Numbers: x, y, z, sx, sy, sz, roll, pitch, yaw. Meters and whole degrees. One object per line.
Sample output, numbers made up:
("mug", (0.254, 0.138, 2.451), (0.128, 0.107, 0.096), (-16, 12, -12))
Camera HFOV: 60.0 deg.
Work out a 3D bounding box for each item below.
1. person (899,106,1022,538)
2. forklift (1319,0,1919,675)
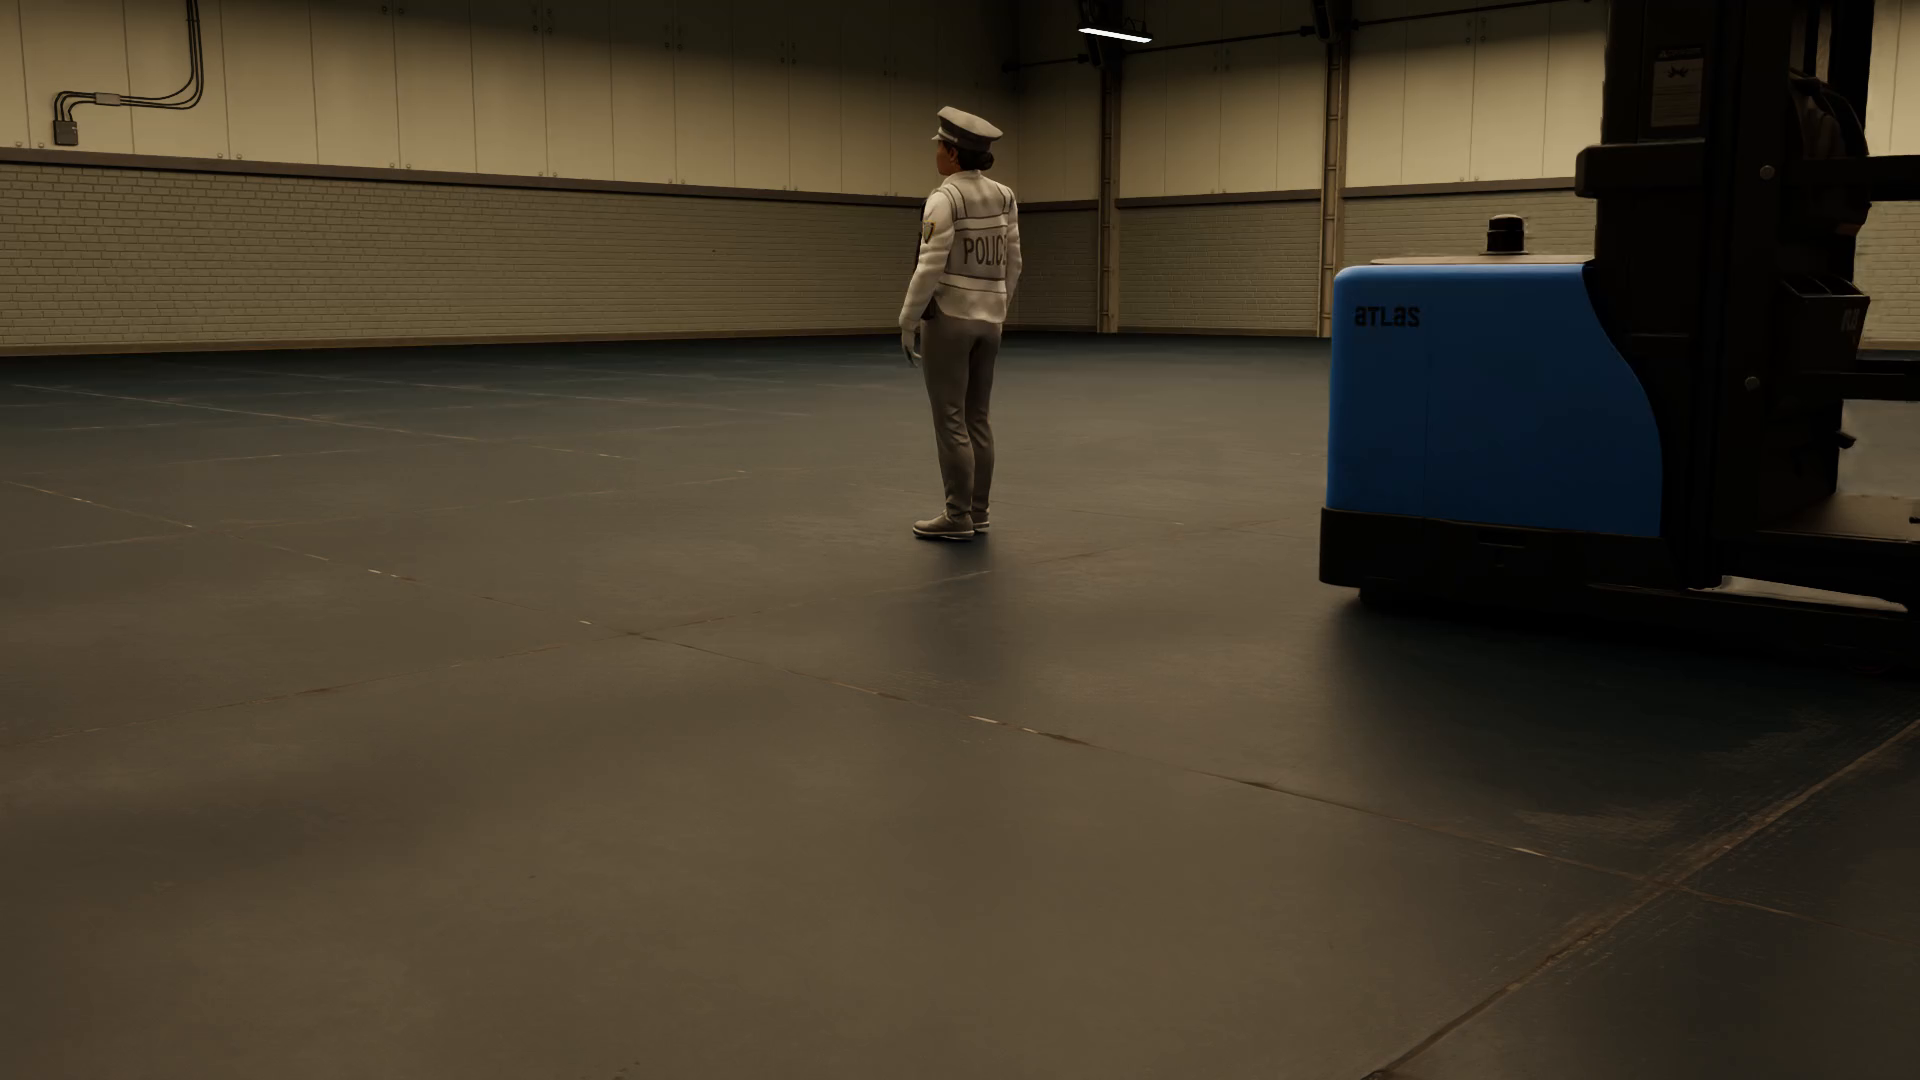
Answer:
("person", (-0.045, -0.853, 6.642), (0.531, 1.695, 0.588), (8, 12, 43))
("forklift", (2.632, -1.166, 4.616), (3.031, 2.935, 1.130), (7, 11, 37))
